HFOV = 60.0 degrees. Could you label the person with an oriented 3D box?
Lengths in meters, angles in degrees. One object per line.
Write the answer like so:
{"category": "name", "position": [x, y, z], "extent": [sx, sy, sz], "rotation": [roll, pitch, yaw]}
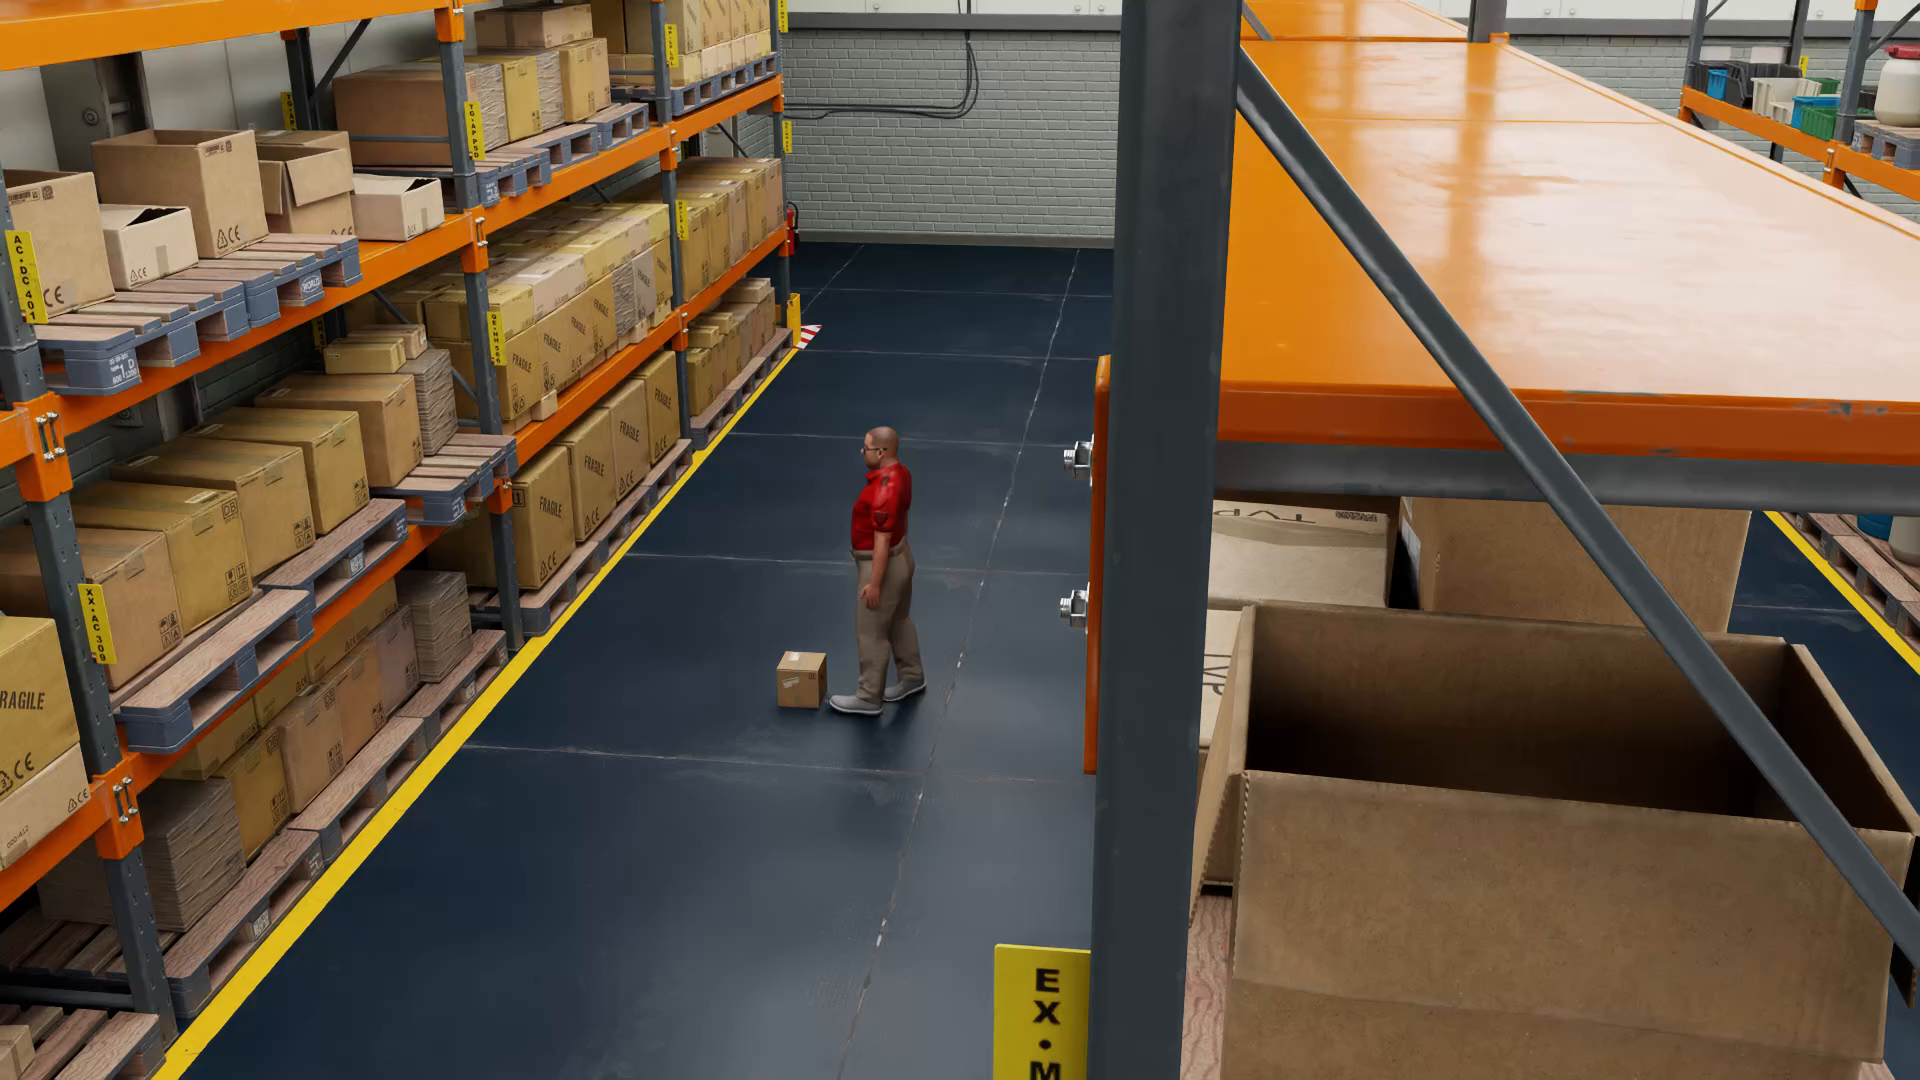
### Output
{"category": "person", "position": [-0.498, 0.178, 9.658], "extent": [0.530, 1.743, 0.555], "rotation": [3, 21, 8]}
